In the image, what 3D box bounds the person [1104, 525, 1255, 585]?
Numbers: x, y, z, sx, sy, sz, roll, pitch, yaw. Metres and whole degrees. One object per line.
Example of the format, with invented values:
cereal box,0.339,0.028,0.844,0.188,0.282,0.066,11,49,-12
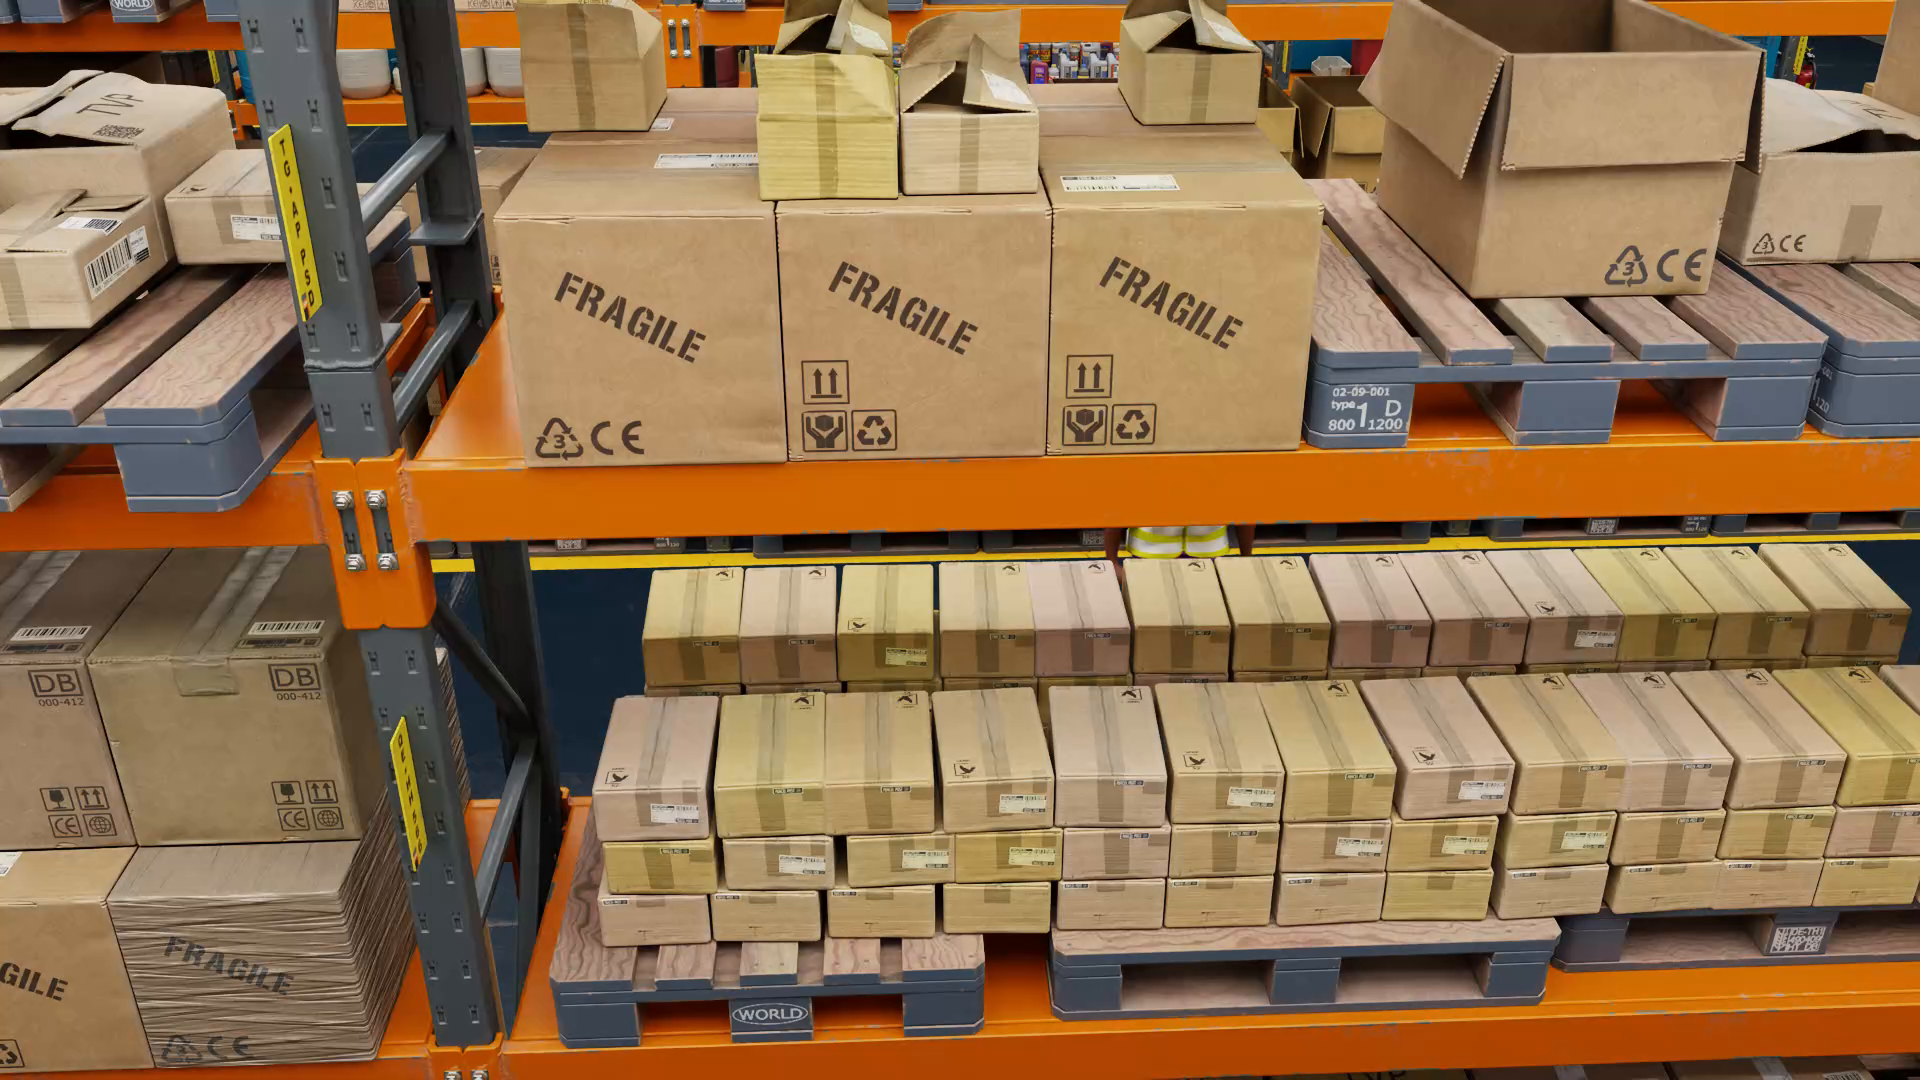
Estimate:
person,0.910,0.091,6.923,0.636,1.760,0.461,-2,27,-4
